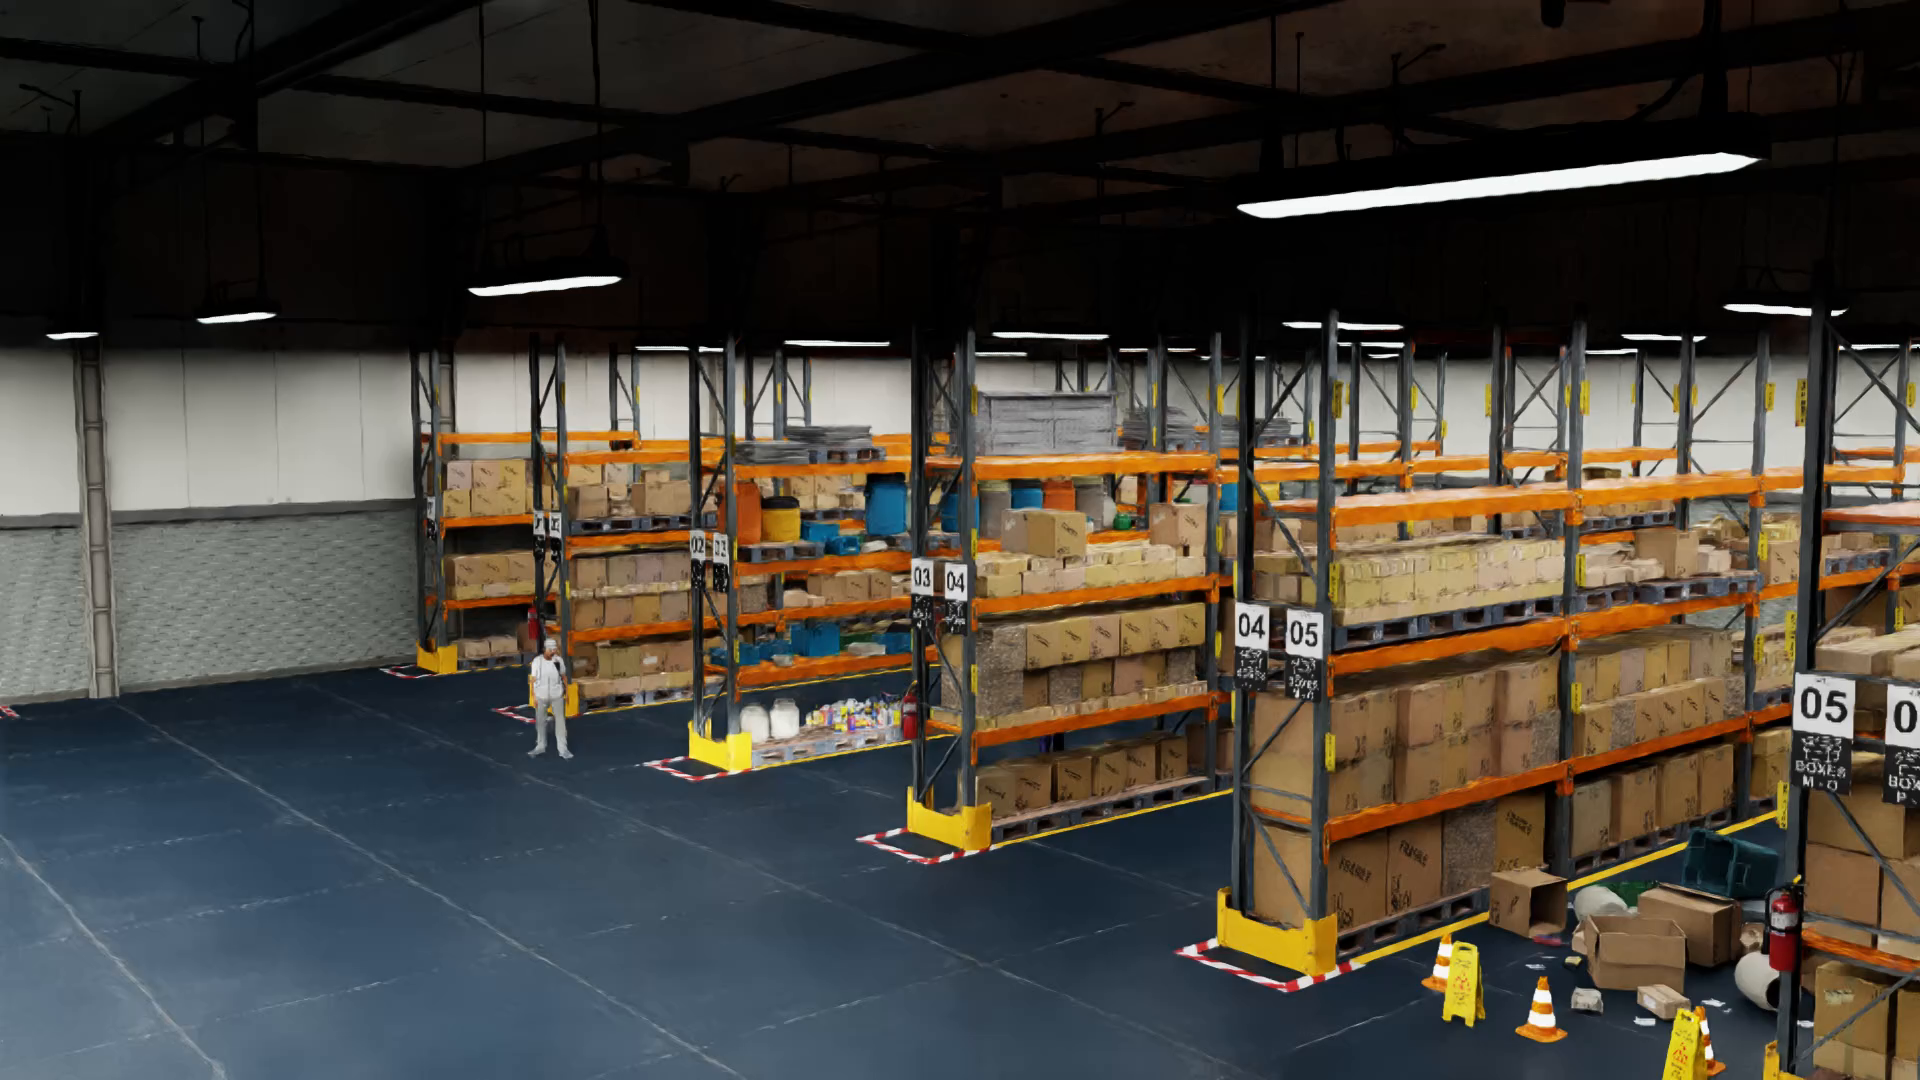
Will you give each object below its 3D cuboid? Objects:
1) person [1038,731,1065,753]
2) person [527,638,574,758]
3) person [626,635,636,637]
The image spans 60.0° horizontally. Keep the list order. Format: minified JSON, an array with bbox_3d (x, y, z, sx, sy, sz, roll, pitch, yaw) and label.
[{"bbox_3d":[1.301,2.246,22.587,0.429,1.653,0.530,2,6,20],"label":"person"},{"bbox_3d":[-5.727,2.193,23.172,0.626,1.666,0.470,-1,5,-14],"label":"person"},{"bbox_3d":[-6.157,1.439,31.086,0.707,1.697,0.827,3,6,32],"label":"person"}]
